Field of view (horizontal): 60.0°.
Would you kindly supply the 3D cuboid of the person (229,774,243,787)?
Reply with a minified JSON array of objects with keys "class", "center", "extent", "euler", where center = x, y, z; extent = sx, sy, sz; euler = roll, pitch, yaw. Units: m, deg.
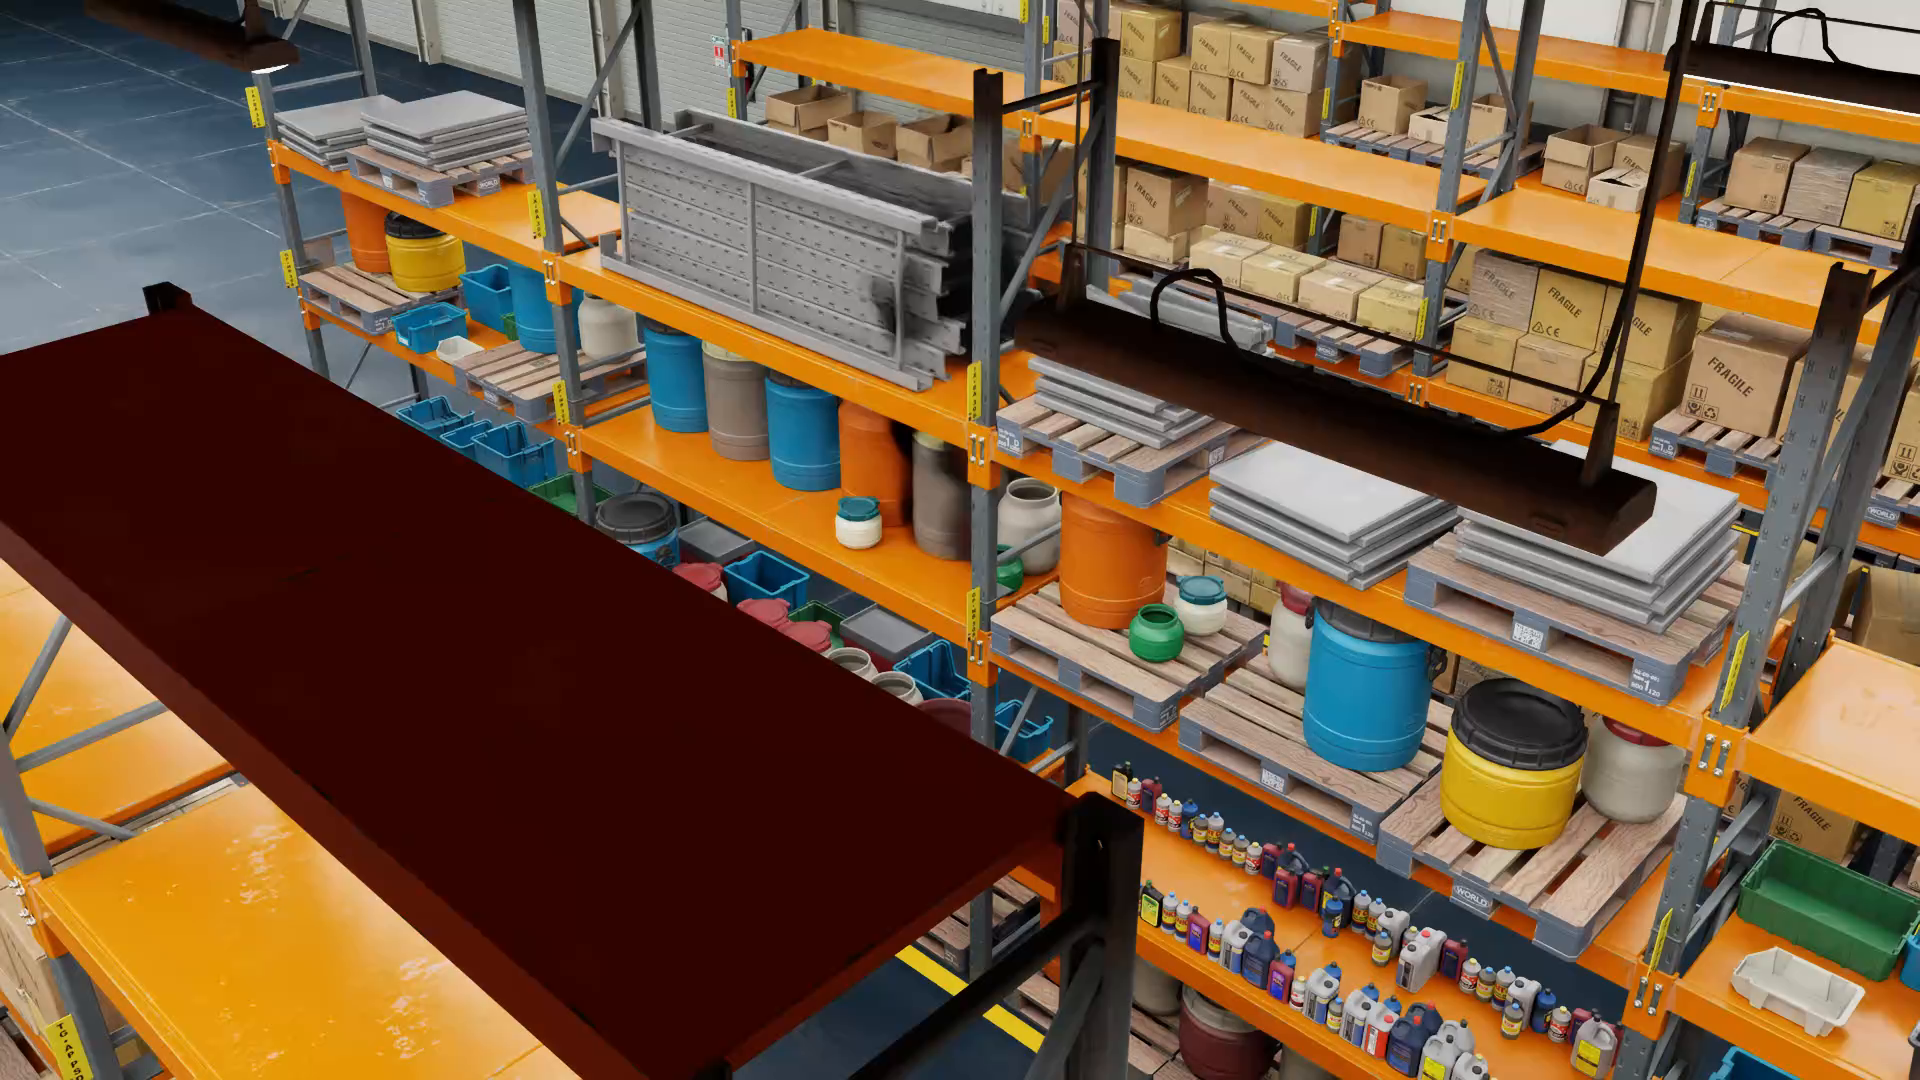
[{"class":"person","center":[-5.064,1.794,11.293],"extent":[0.554,1.553,0.522],"euler":[20,35,32]}]
